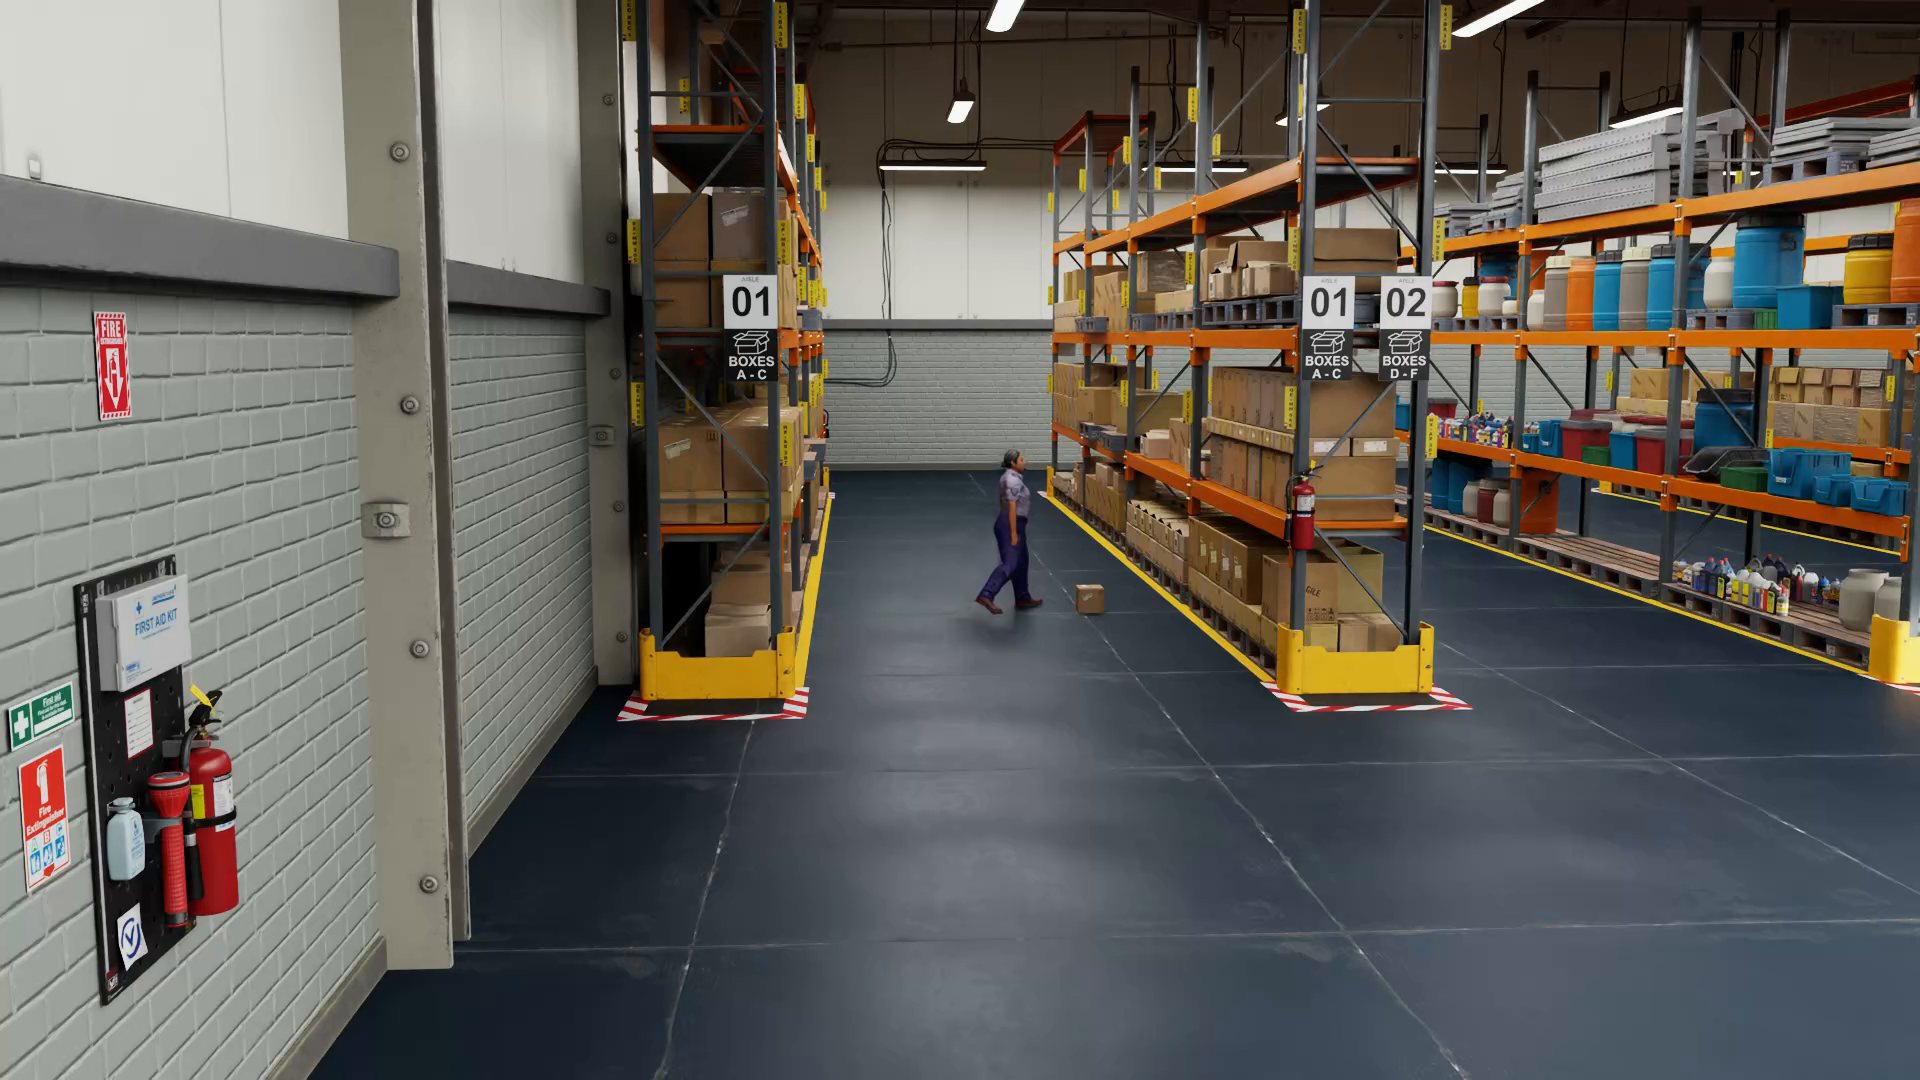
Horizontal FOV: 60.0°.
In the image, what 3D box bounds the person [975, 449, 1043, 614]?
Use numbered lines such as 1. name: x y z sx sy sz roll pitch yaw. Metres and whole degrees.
1. person: 0.503 -0.080 16.539 0.788 1.600 0.846 -1 7 -7
